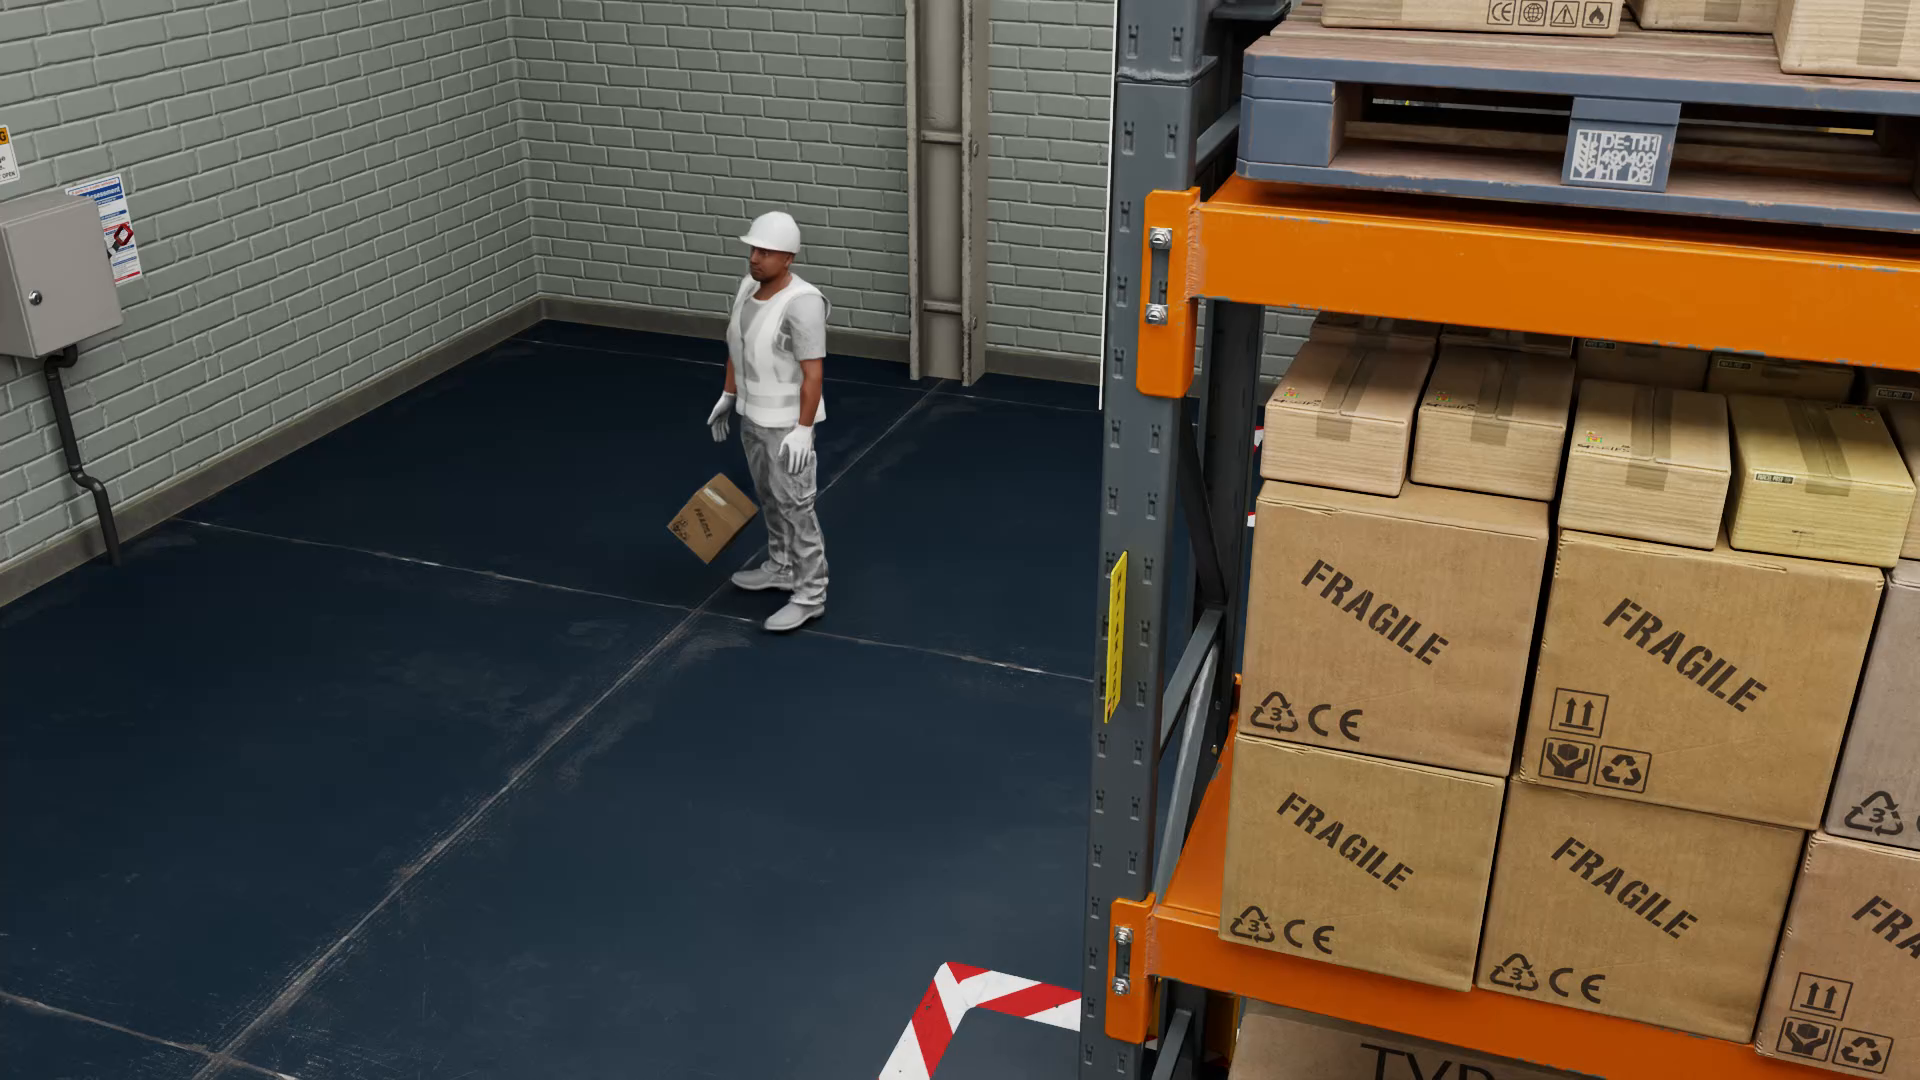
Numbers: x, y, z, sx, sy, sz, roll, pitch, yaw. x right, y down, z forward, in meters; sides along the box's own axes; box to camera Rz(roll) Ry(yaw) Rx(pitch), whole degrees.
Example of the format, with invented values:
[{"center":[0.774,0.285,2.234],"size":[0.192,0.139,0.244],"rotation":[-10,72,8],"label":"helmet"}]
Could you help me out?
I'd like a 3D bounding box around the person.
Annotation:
[{"center":[-0.807,-0.540,7.102],"size":[0.402,1.725,0.628],"rotation":[-17,30,-31],"label":"person"}]
